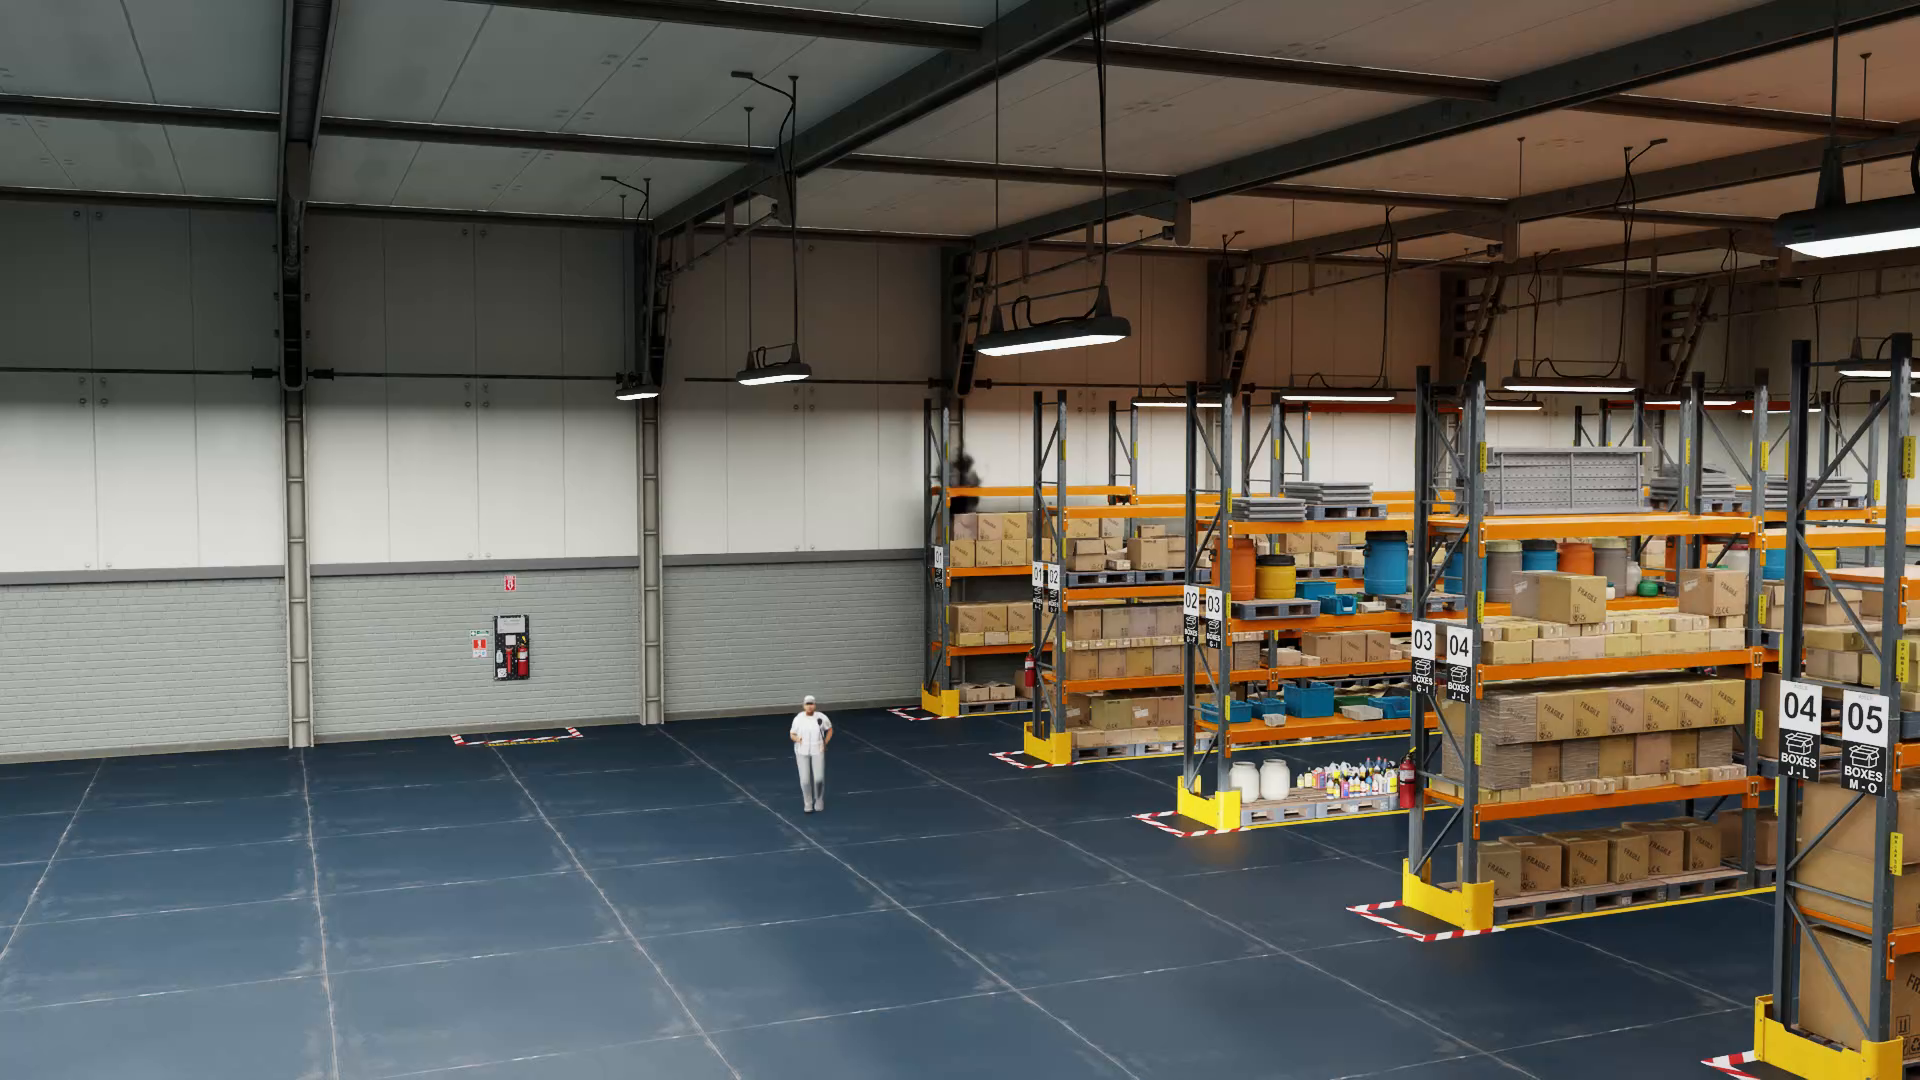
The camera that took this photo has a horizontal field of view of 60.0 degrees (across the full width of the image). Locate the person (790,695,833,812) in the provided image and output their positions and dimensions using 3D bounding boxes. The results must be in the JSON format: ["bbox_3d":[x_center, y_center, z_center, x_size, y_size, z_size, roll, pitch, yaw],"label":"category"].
[{"bbox_3d":[-2.068,2.983,23.100,0.591,1.638,0.576,0,3,-2],"label":"person"}]
